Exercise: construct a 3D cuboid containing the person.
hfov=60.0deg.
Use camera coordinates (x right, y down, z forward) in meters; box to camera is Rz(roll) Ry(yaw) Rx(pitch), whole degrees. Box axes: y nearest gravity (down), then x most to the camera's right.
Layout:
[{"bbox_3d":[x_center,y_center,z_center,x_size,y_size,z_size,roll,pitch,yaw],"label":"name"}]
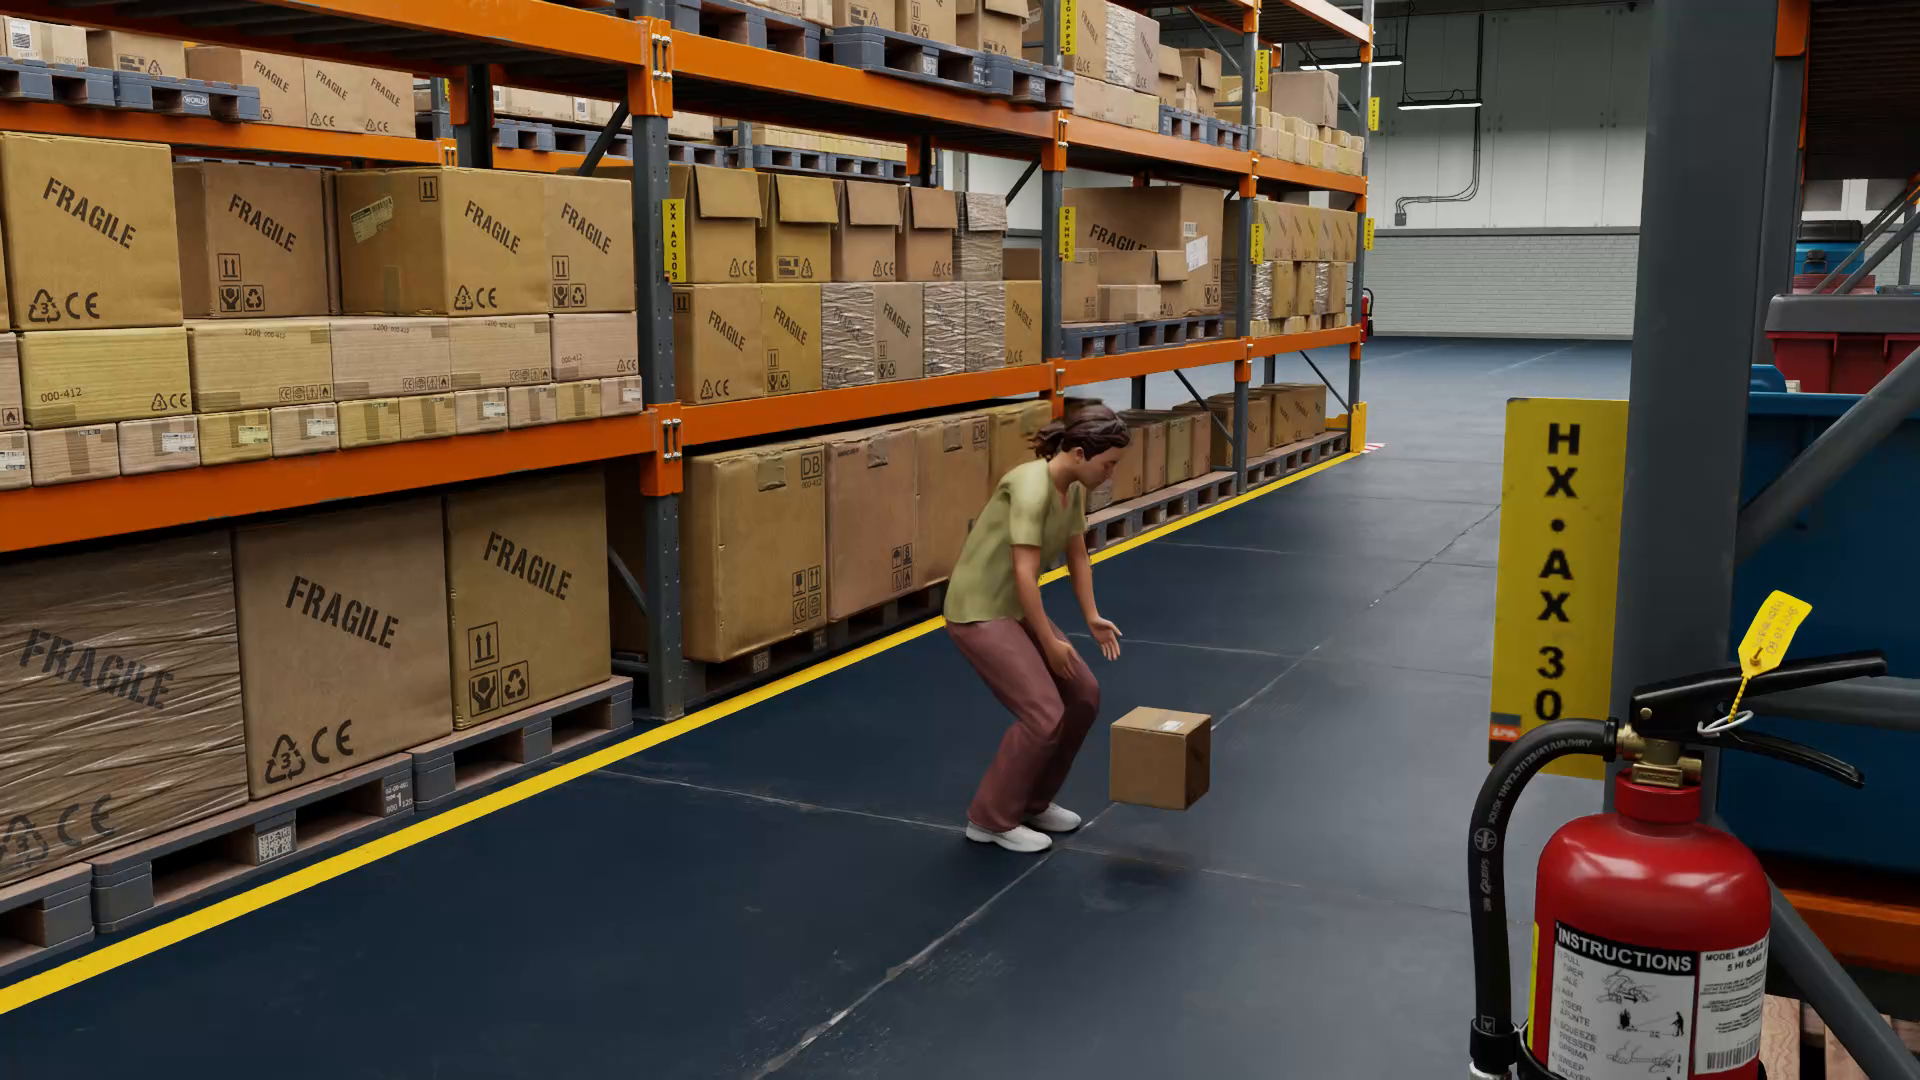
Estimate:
[{"bbox_3d":[0.260,0.271,5.442,0.595,1.444,0.507,5,10,26],"label":"person"}]
